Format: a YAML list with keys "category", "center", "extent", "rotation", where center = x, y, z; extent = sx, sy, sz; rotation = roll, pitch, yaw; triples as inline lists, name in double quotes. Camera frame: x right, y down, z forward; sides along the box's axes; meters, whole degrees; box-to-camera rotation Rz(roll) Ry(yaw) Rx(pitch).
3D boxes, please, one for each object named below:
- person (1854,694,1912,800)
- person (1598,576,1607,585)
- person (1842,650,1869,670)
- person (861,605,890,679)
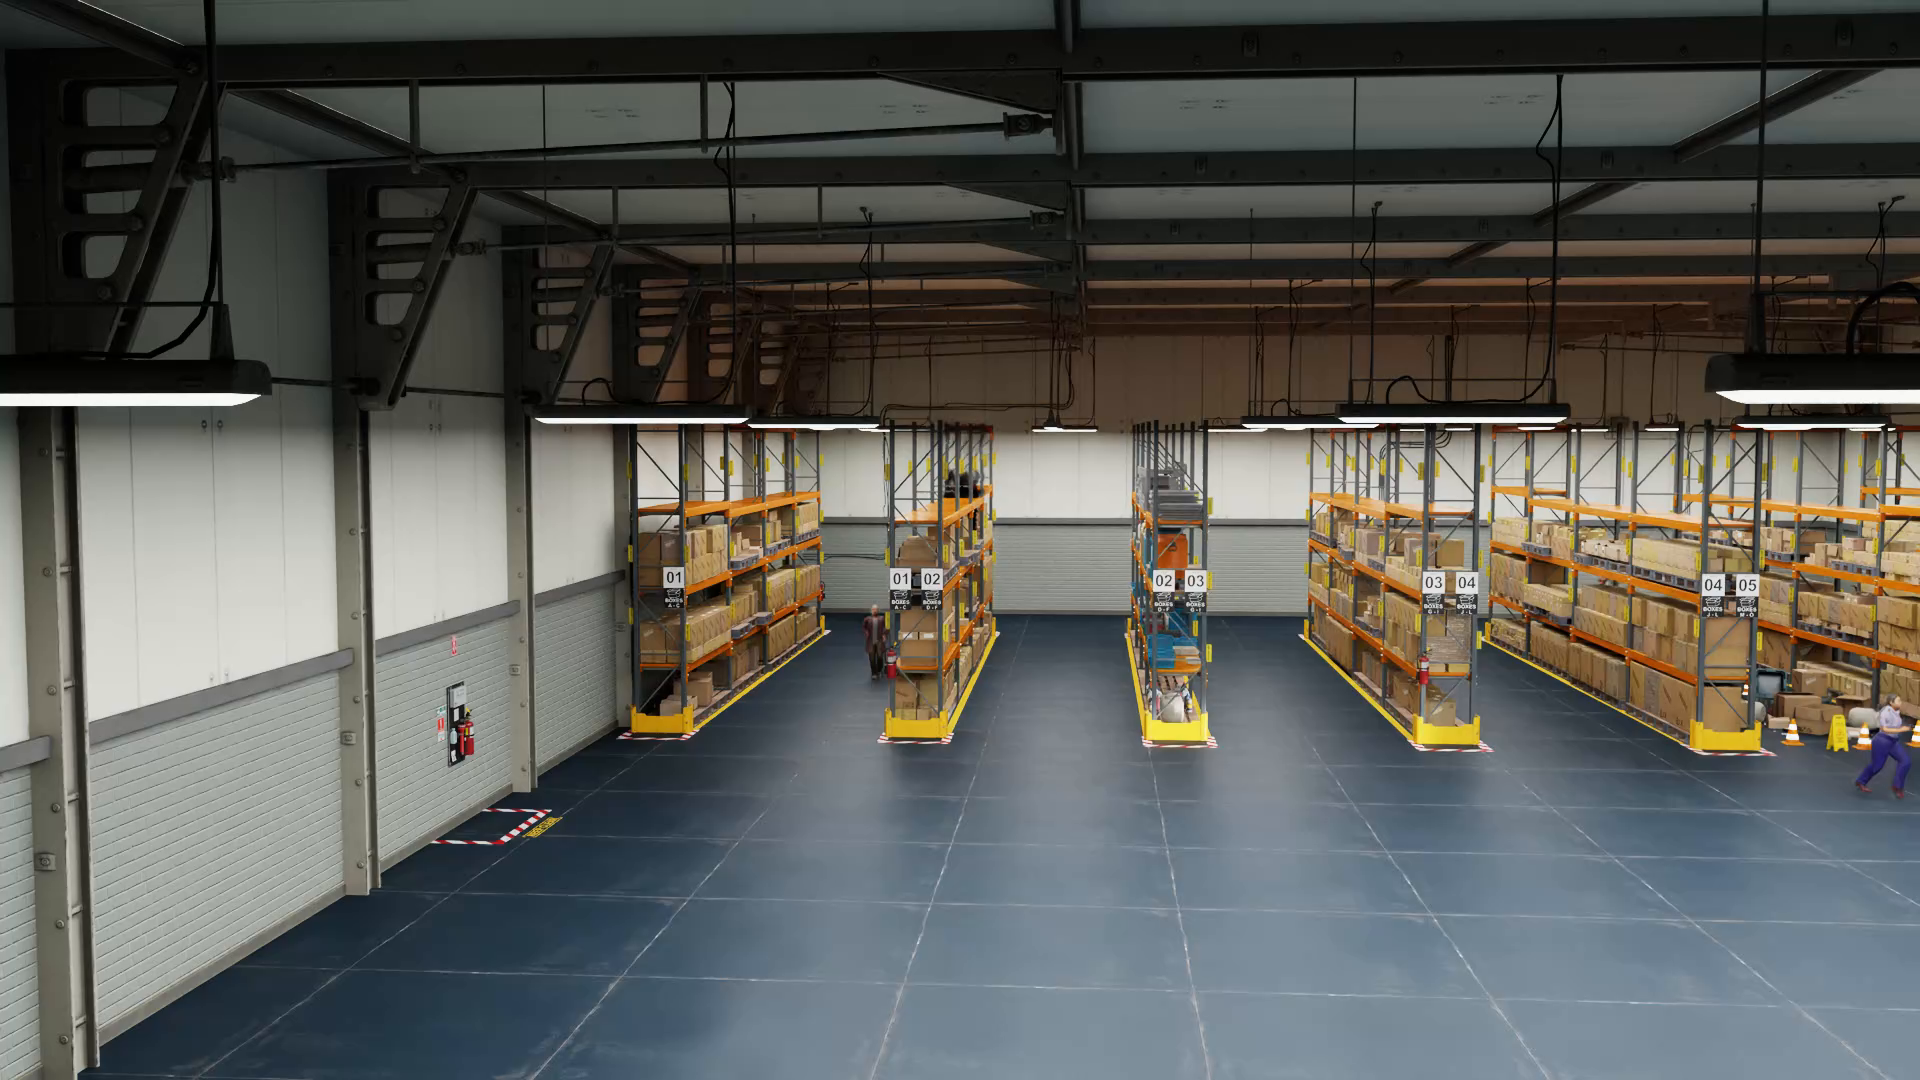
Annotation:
- category: "person"
  center: [14.592, 3.251, 26.265]
  extent: [0.626, 1.684, 0.827]
  rotation: [-3, 5, -40]
- category: "person"
  center: [18.271, 1.830, 47.413]
  extent: [0.772, 1.844, 0.649]
  rotation: [0, 4, 5]
- category: "person"
  center: [21.203, 2.422, 39.363]
  extent: [0.629, 1.679, 1.140]
  rotation: [0, 4, 6]
- category: "person"
  center: [-1.969, 2.393, 38.721]
  extent: [0.698, 1.735, 0.633]
  rotation: [0, 4, 0]
